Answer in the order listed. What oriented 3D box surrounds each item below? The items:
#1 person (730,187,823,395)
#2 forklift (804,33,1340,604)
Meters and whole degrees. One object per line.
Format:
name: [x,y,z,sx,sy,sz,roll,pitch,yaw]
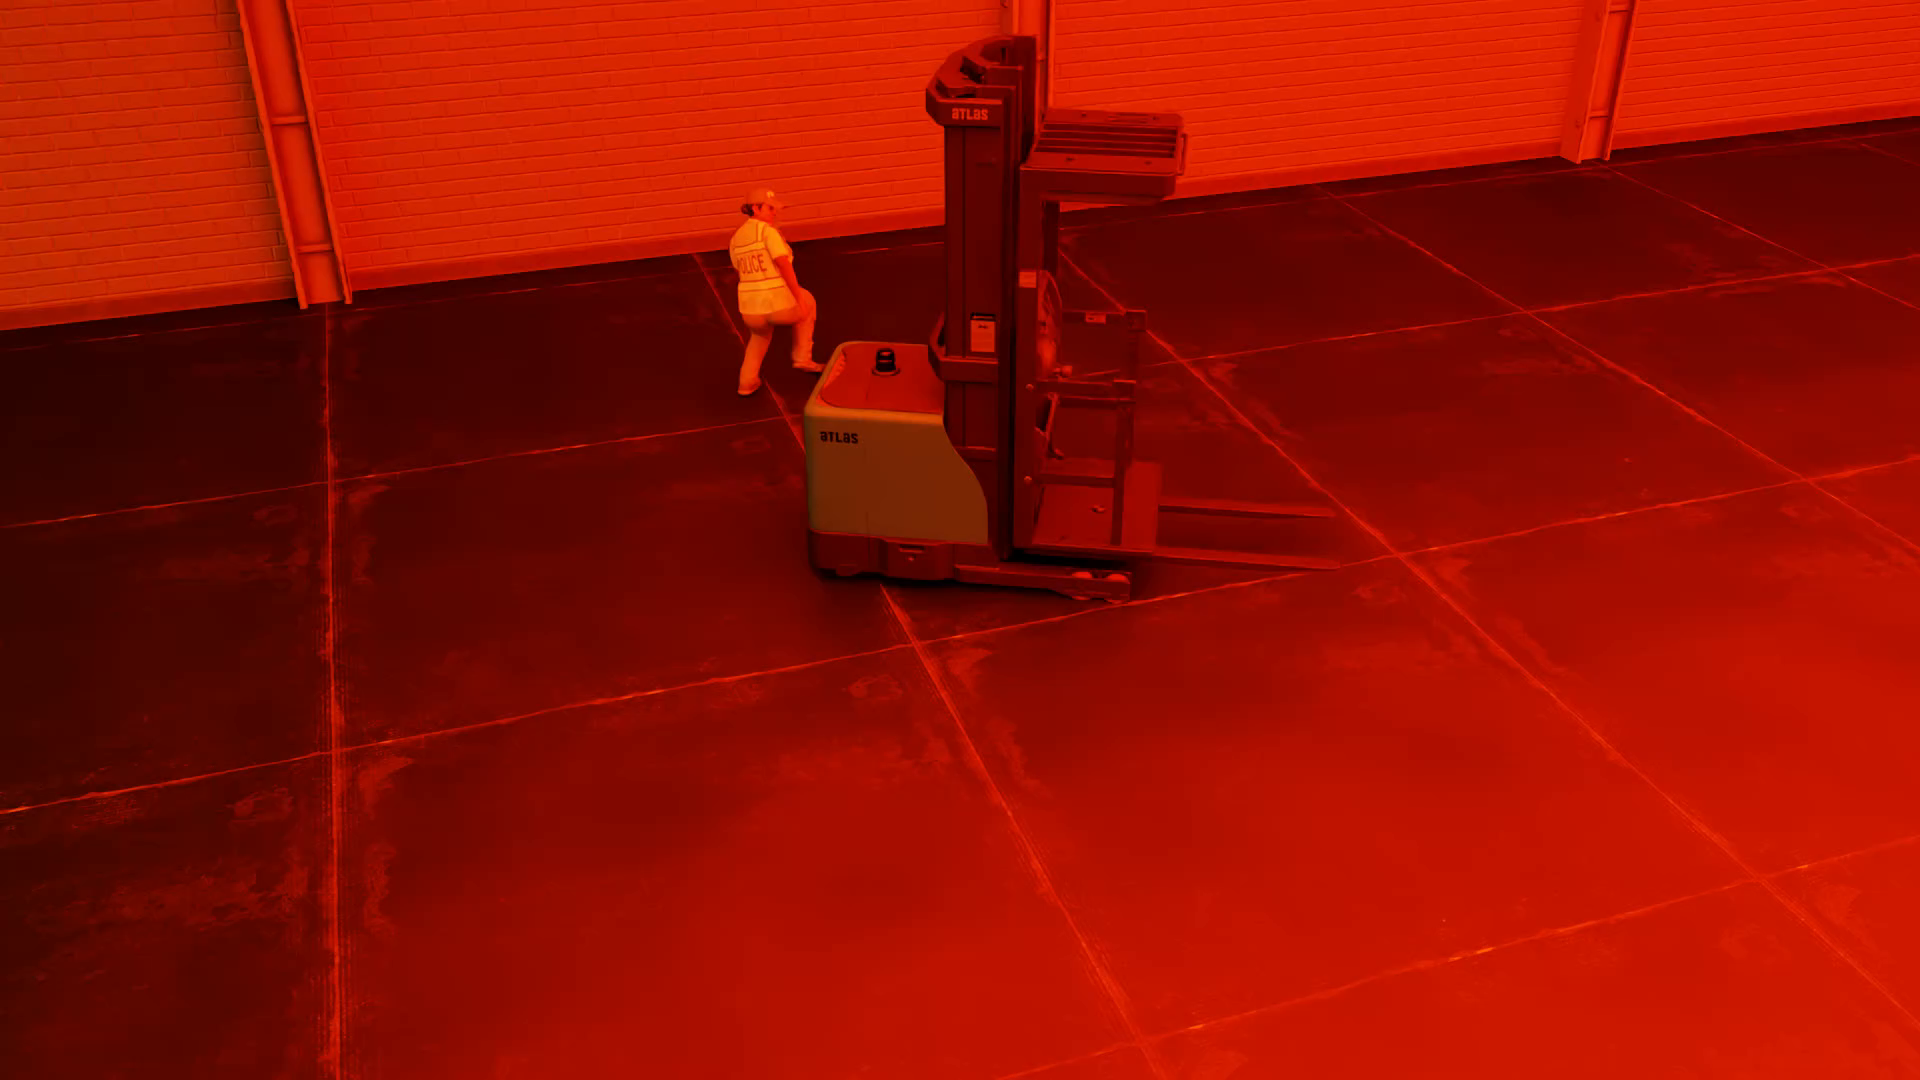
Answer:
person: [-1.266,-1.716,11.583,0.708,1.463,0.718,11,32,18]
forklift: [0.681,-1.195,9.165,3.031,2.935,1.130,4,30,8]
